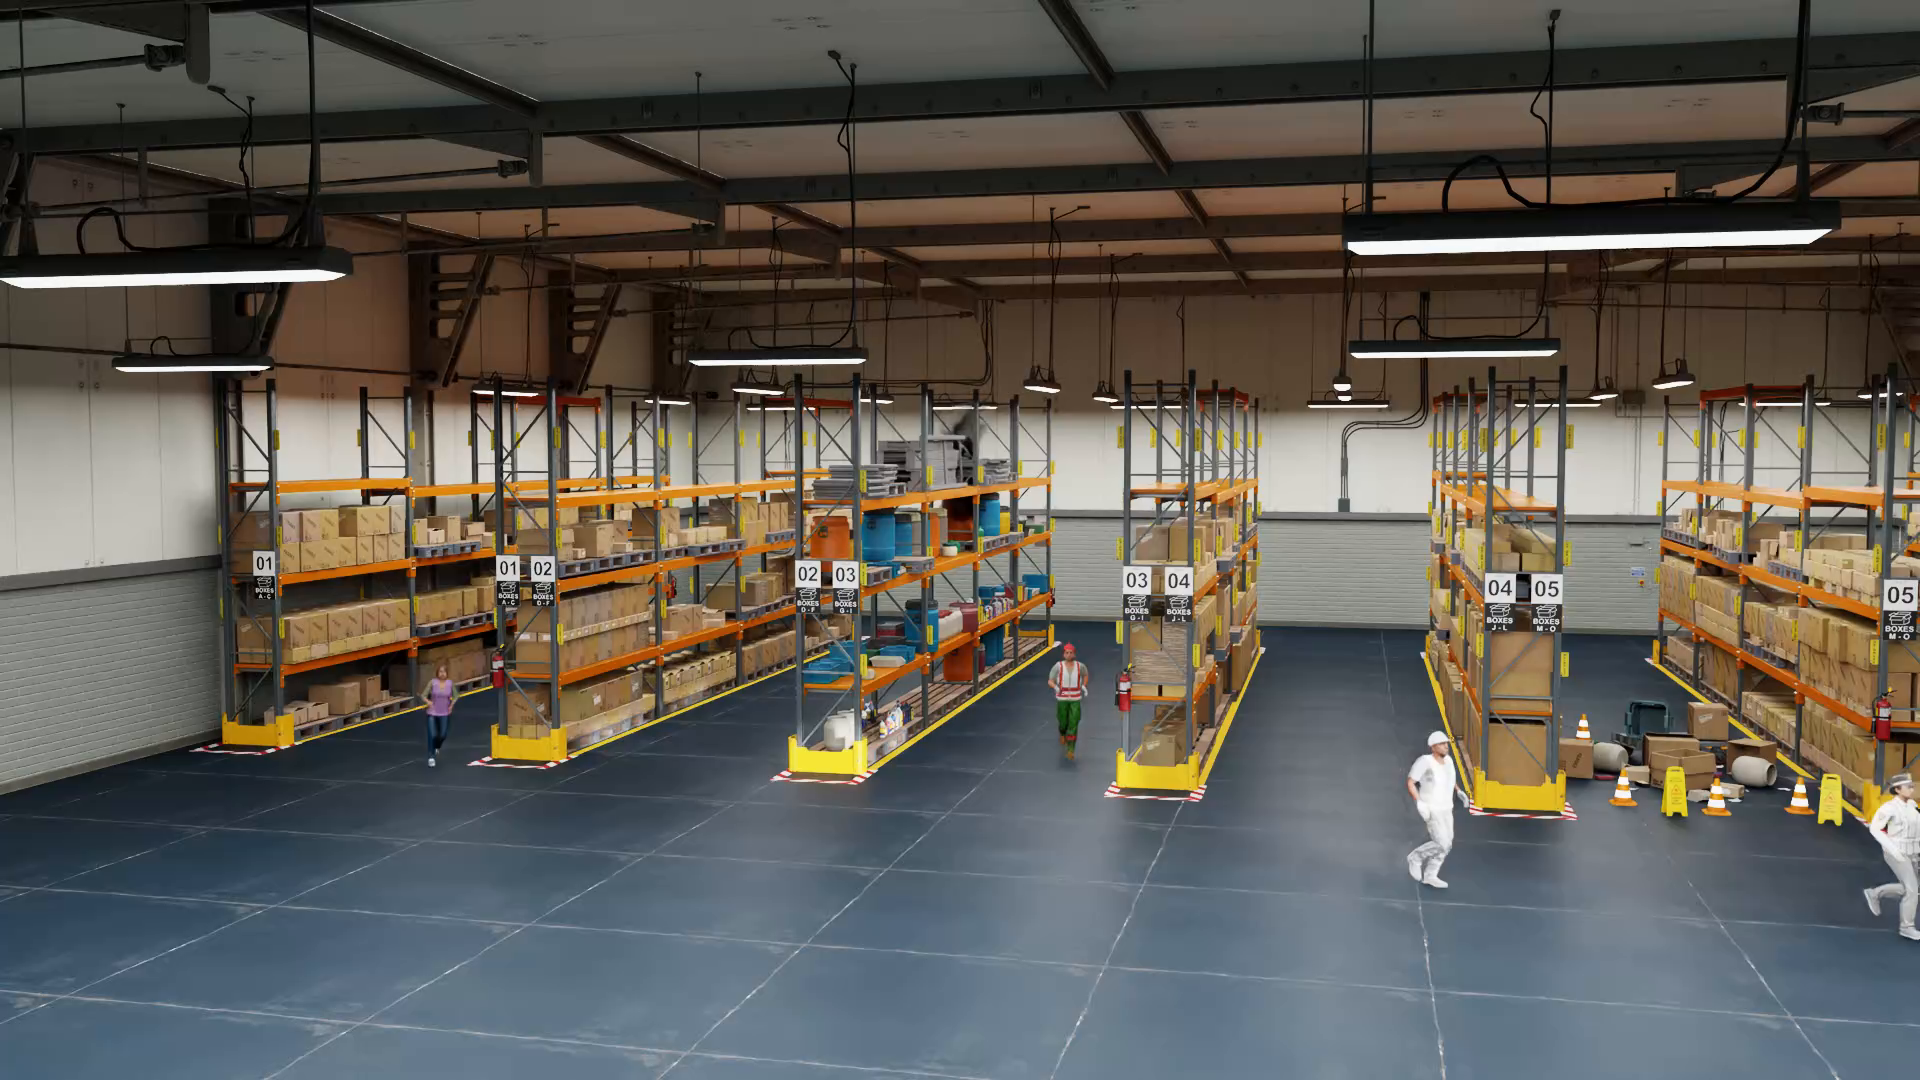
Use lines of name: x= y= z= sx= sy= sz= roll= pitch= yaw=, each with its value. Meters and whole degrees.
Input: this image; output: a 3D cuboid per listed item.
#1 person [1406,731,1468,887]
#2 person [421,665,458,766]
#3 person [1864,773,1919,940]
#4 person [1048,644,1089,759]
person: x=5.348 y=3.012 z=18.643 sx=0.695 sy=1.746 sz=0.590 roll=-3 pitch=4 yaw=-39
person: x=-8.012 y=2.699 z=25.641 sx=0.559 sy=1.550 sz=0.571 roll=-1 pitch=4 yaw=-20
person: x=9.478 y=3.158 z=16.833 sx=0.655 sy=1.648 sz=0.738 roll=-2 pitch=4 yaw=-26
person: x=1.717 y=2.525 z=26.264 sx=0.639 sy=1.768 sz=0.971 roll=0 pitch=3 yaw=-1
